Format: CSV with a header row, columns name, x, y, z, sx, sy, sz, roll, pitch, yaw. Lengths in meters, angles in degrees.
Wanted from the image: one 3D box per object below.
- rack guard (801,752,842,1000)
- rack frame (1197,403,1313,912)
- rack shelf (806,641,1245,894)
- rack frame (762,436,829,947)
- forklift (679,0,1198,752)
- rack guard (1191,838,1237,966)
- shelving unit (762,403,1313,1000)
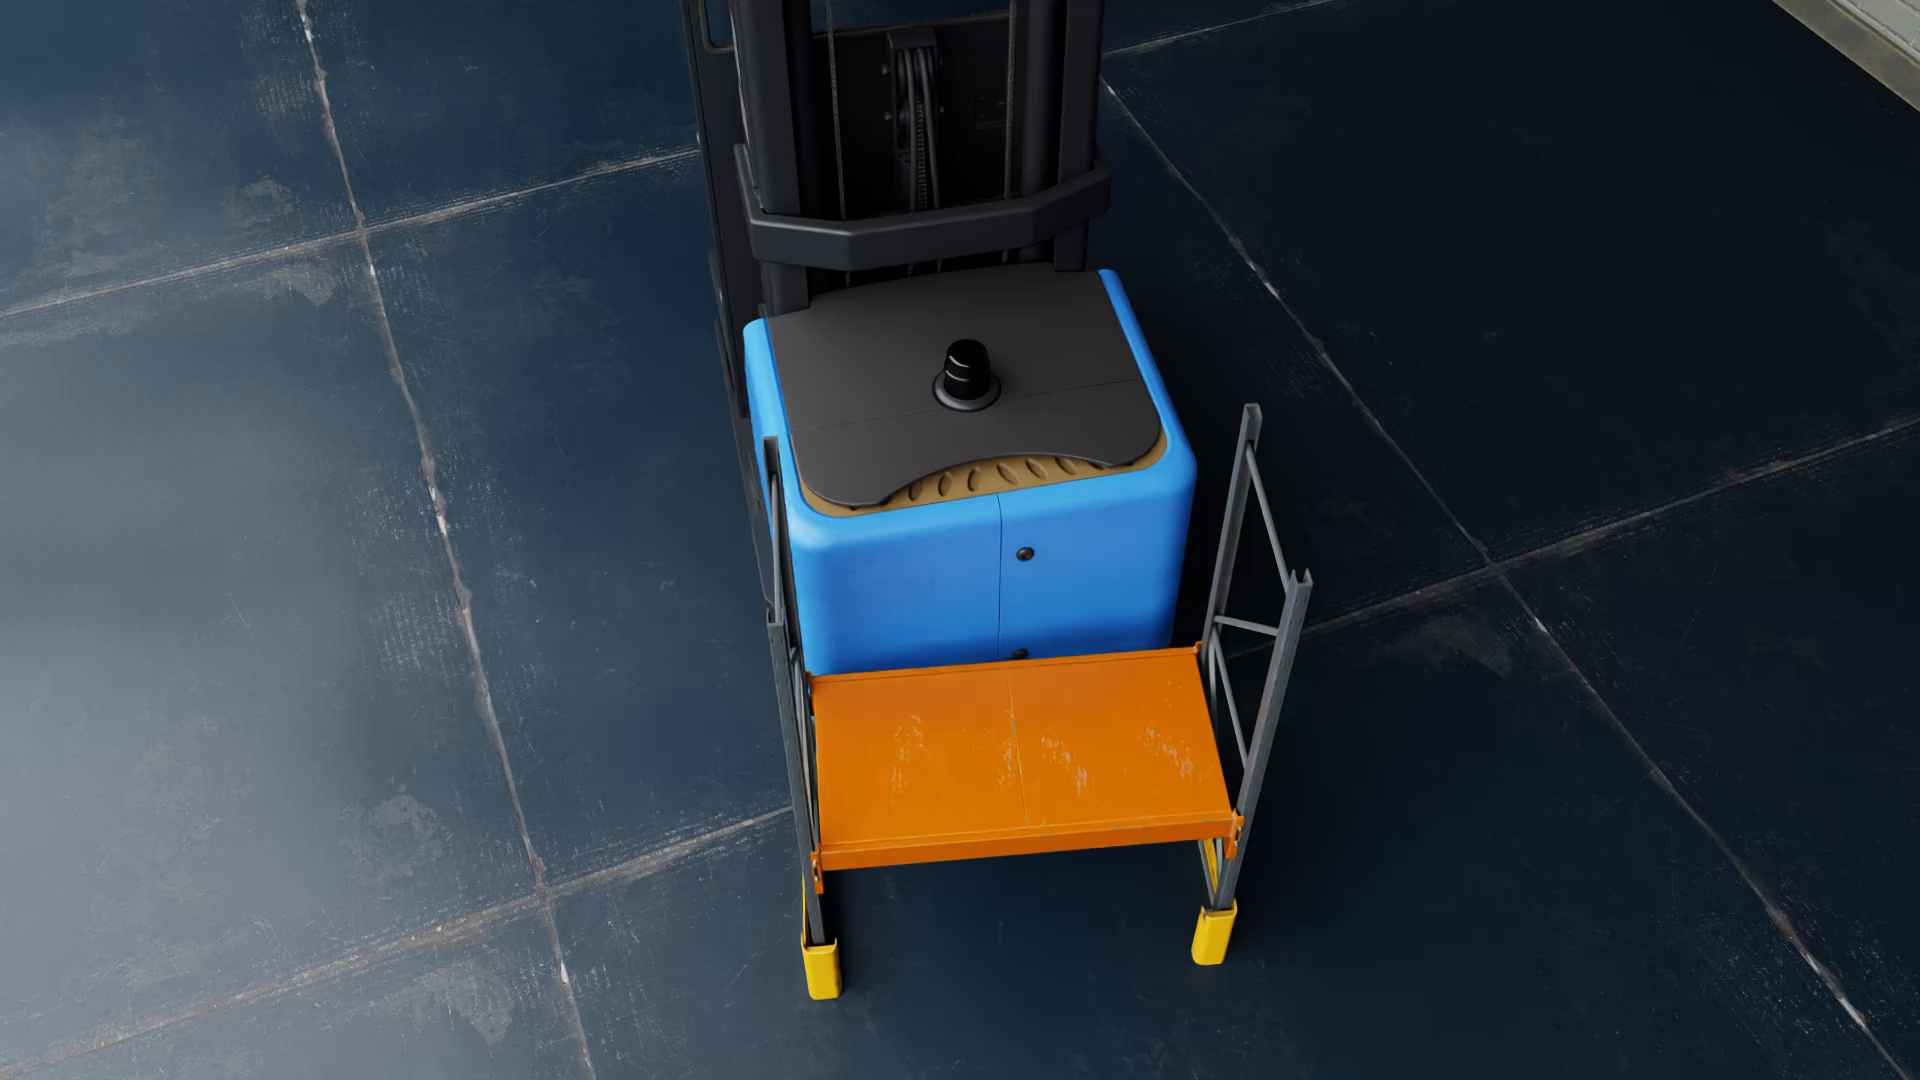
name,x,y,z,sx,sy,sz,roll,pitch,yaw
rack guard,-0.370,0.868,4.339,0.087,0.250,0.587,-4,49,-4
rack frame,0.641,0.388,3.928,0.032,1.500,0.500,-4,49,-4
rack shelf,0.135,0.542,4.033,1.000,0.185,0.538,-4,49,-4
rack frame,-0.372,0.461,3.865,0.032,1.500,0.500,-4,49,-4
forklift,-0.221,-1.438,4.553,1.130,2.935,3.031,-9,50,-8
rack guard,0.621,0.797,4.401,0.087,0.250,0.587,-4,49,-4
shelving unit,0.126,0.425,3.896,1.083,1.500,0.587,-4,49,-4
